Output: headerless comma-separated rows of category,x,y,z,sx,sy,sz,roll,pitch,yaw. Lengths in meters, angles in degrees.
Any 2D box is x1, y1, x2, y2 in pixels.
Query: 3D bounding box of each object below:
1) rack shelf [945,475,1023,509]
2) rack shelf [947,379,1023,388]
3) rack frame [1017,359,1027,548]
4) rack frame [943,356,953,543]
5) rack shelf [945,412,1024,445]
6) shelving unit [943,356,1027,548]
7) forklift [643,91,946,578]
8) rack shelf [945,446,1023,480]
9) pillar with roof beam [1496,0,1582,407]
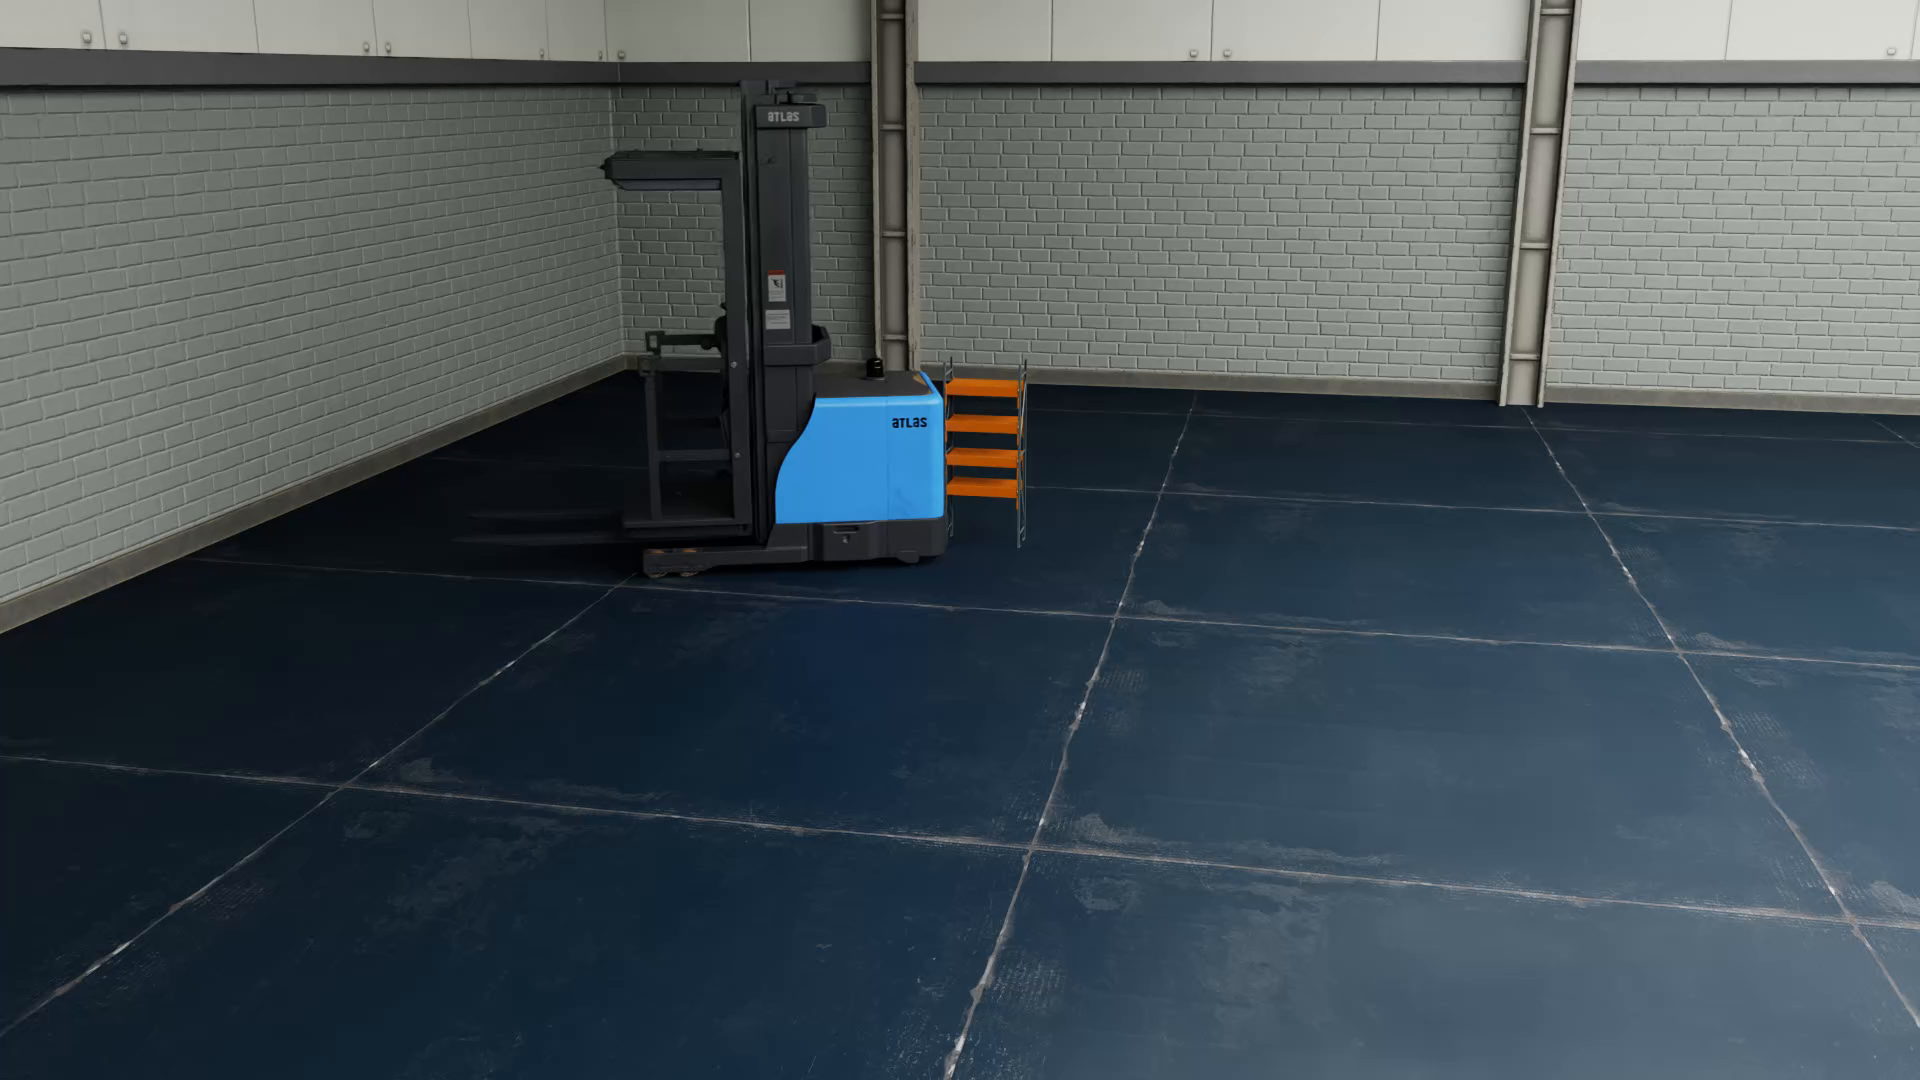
rack shelf,0.162,-0.313,10.871,0.480,0.148,0.258,3,16,11
rack shelf,0.162,-0.986,10.685,0.457,0.050,0.221,3,16,11
rack frame,0.401,-0.556,10.753,0.015,1.200,0.240,3,16,11
rack frame,-0.077,-0.582,10.847,0.015,1.200,0.240,3,16,11
rack shelf,0.162,-0.720,10.758,0.480,0.148,0.258,3,16,11
shelving unit,13.650,-0.152,7.890,28.100,1.949,0.597,3,16,11
forklift,-1.104,-1.321,10.388,1.939,2.867,1.129,-2,16,-7
rack shelf,13.656,-0.373,7.828,28.088,1.490,0.597,3,16,11
pillar with roof beam,4.397,-4.493,10.357,0.400,9.000,9.100,3,16,11
